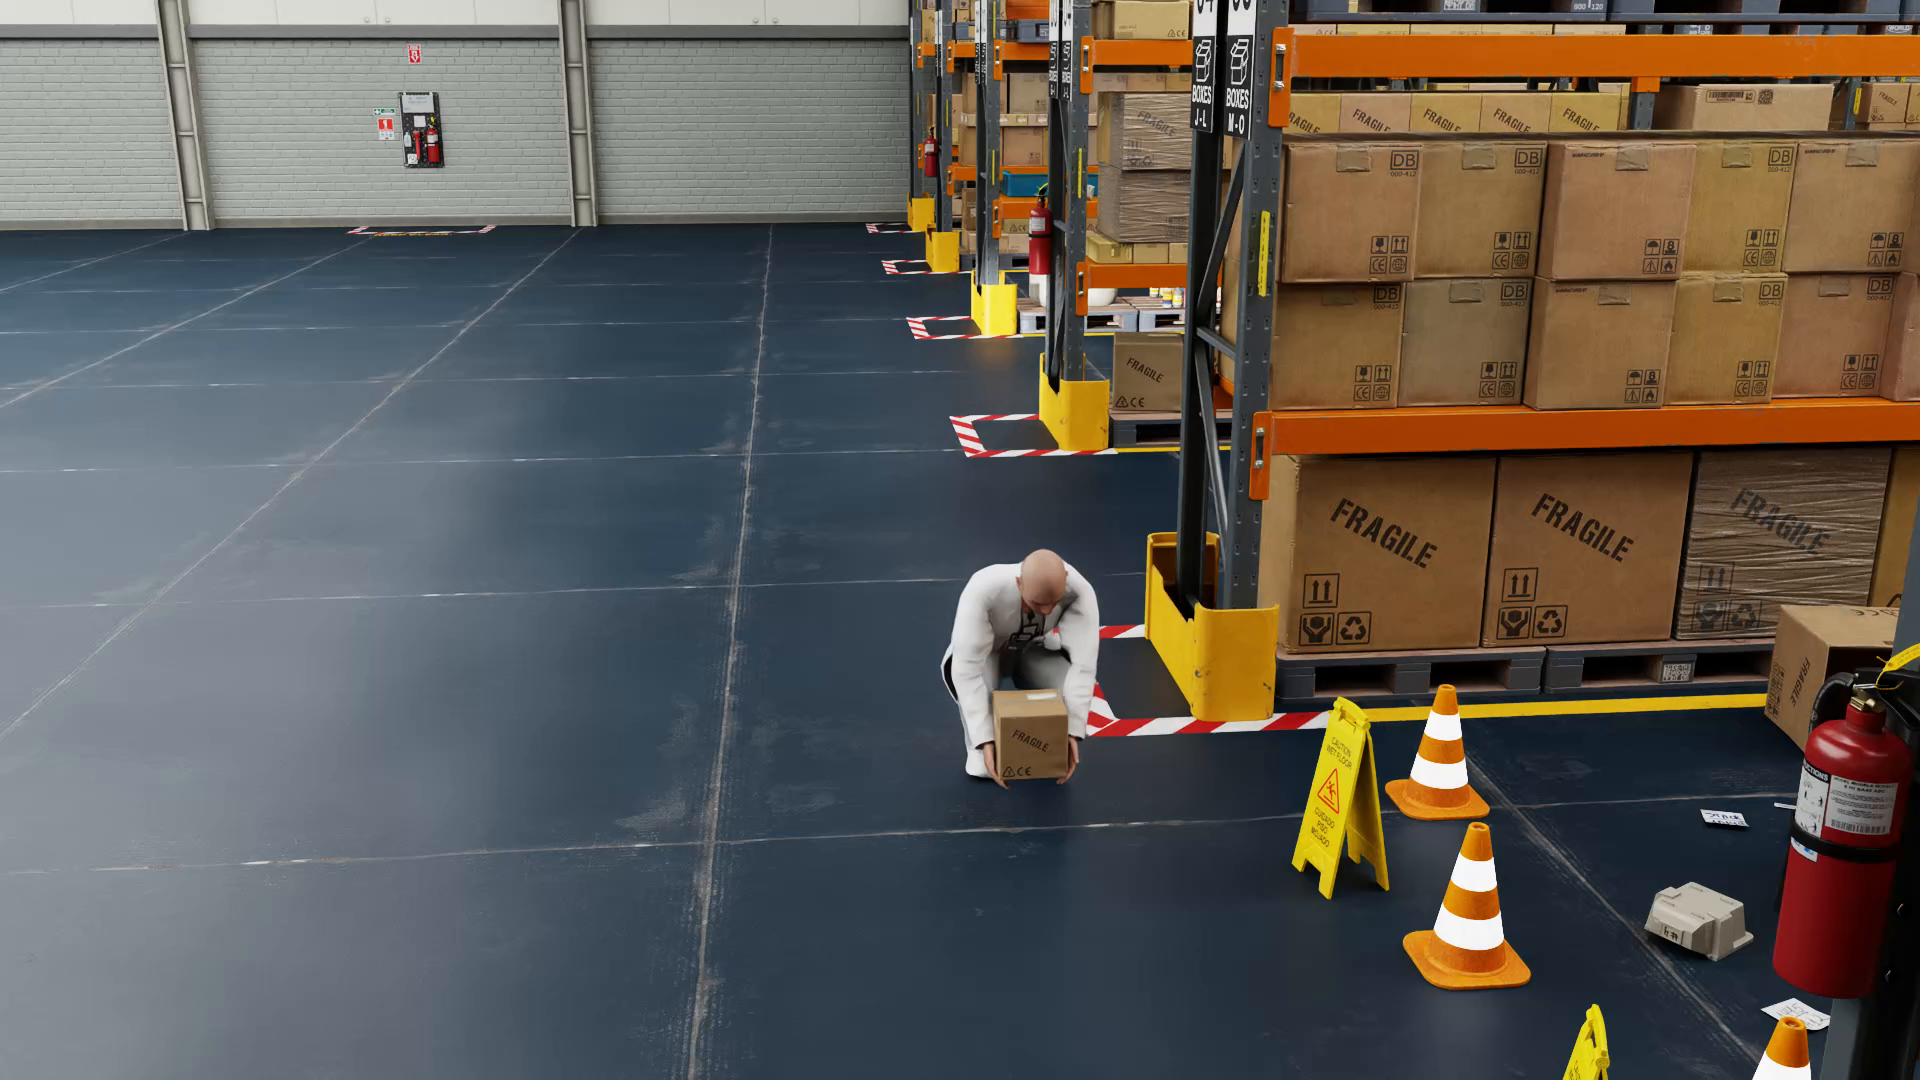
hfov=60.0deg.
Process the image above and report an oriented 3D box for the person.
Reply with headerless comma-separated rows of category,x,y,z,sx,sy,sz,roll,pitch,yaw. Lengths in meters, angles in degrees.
person,0.230,0.450,6.434,0.601,0.994,0.913,-2,17,-6
